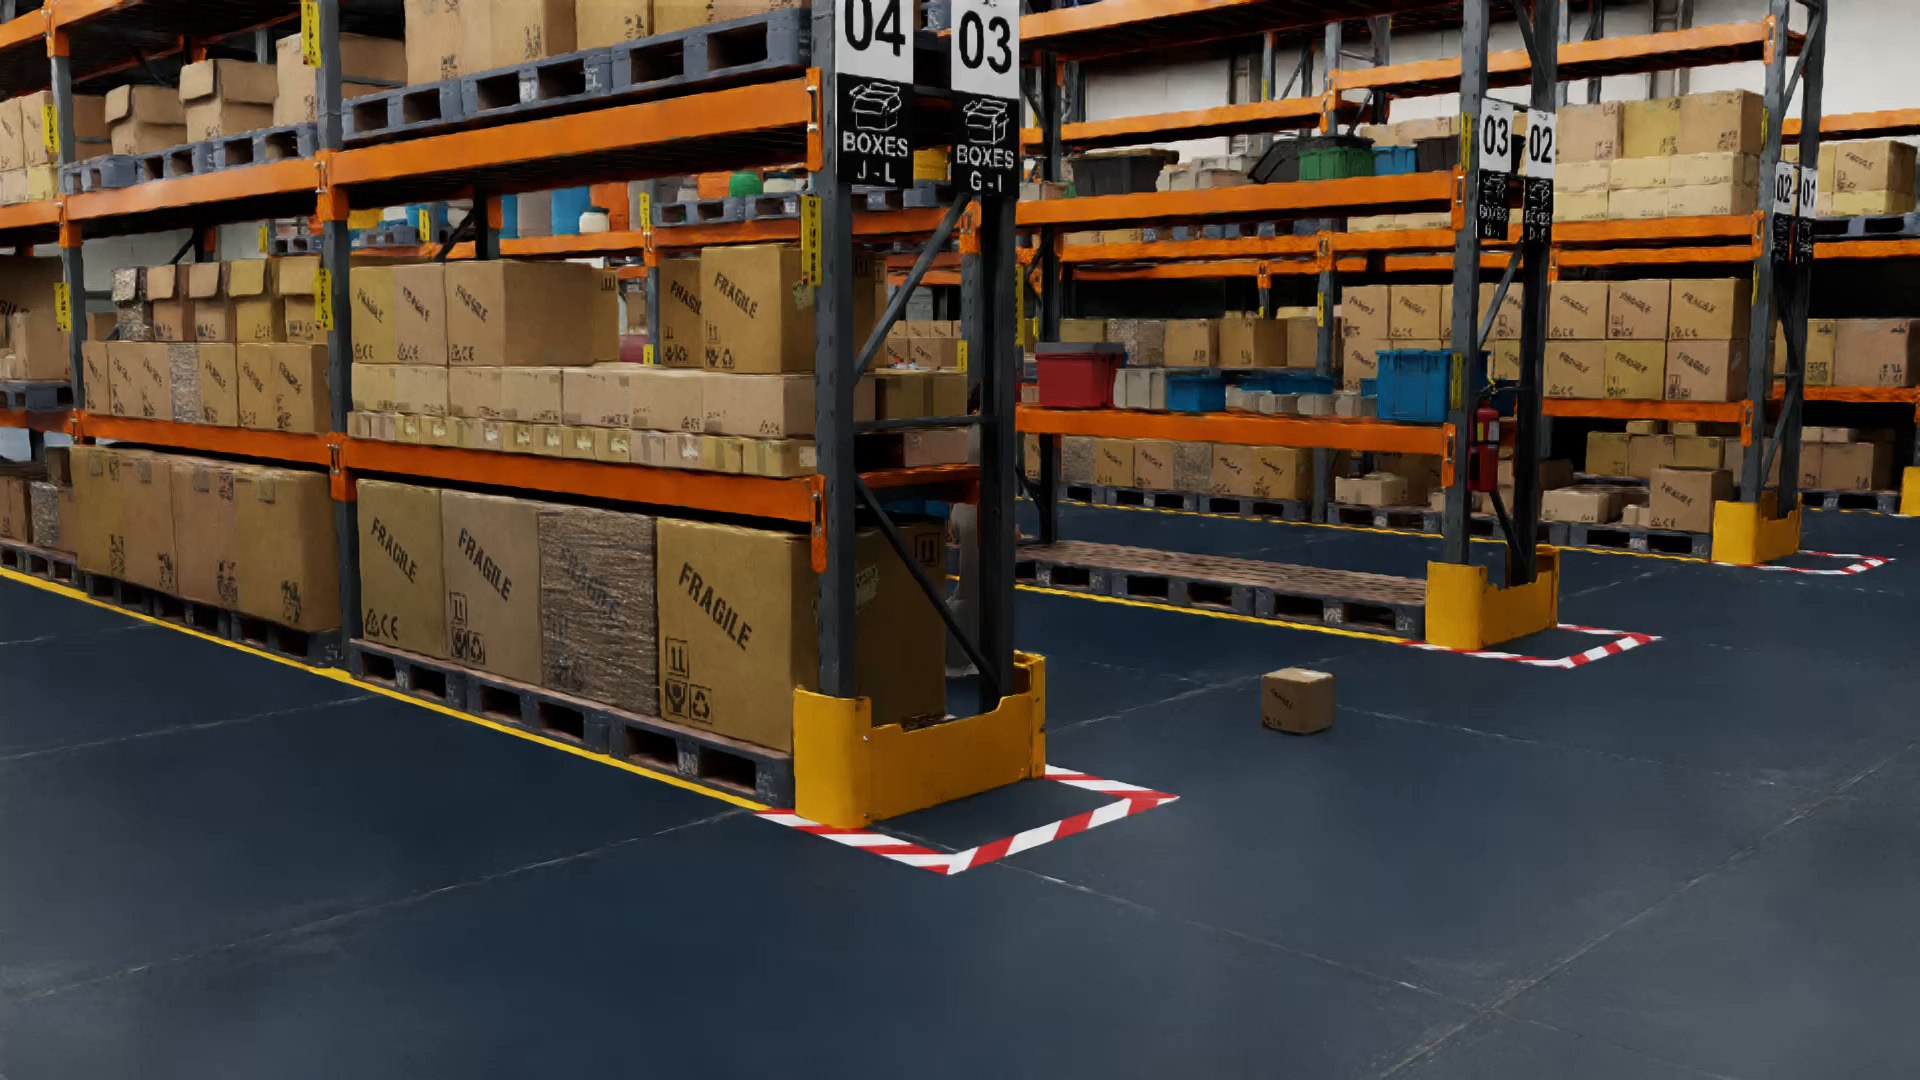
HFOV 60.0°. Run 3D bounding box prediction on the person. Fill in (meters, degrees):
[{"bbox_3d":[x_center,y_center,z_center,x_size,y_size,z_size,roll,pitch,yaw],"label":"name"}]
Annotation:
[{"bbox_3d":[0.098,-0.068,8.804,0.482,1.634,0.643,-3,8,-23],"label":"person"}]
